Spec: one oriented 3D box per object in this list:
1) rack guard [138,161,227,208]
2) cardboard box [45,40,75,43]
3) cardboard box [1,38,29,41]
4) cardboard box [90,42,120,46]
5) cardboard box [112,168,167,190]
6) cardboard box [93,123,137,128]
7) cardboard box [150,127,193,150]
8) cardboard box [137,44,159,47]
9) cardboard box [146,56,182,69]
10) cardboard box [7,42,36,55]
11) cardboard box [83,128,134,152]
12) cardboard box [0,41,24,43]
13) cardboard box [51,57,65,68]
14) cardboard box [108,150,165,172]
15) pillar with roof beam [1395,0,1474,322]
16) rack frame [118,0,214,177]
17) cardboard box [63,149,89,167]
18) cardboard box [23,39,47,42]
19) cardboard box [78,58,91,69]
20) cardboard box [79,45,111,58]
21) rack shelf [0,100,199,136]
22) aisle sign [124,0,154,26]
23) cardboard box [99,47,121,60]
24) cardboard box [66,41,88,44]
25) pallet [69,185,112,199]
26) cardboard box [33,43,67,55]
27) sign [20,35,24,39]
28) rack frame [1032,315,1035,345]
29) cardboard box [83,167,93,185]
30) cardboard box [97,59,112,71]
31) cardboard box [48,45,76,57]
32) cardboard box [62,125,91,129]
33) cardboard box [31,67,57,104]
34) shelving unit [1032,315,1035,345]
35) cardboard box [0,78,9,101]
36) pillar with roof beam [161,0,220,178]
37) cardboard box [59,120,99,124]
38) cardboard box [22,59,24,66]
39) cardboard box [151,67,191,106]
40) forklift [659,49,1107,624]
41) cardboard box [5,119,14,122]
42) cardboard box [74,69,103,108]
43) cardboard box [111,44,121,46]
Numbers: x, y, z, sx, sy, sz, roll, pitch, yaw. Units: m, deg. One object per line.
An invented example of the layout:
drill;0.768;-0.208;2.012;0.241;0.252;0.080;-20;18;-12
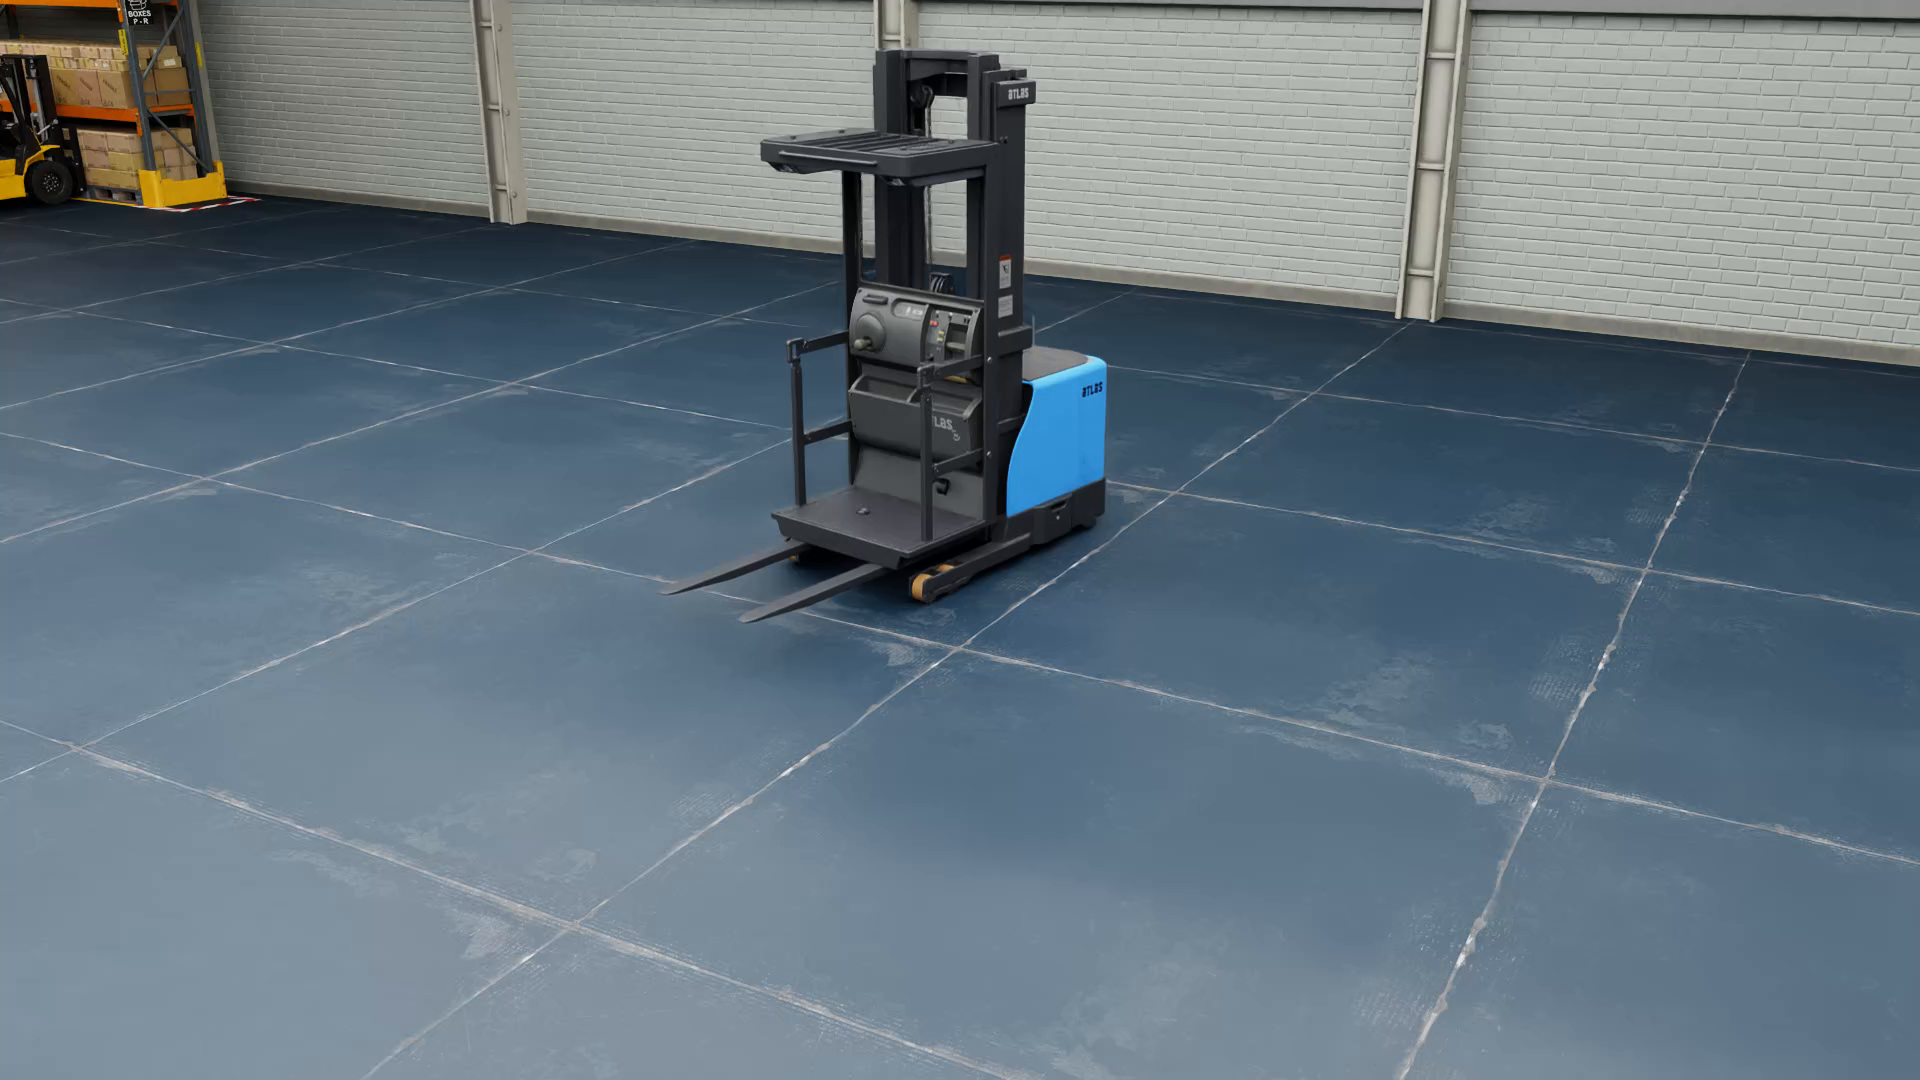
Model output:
rack guard;-10.989;-5.042;23.533;0.348;0.500;1.175;11;23;27
cardboard box;-13.174;-7.249;24.417;0.250;0.149;0.380;10;22;26
cardboard box;-14.076;-7.415;24.875;0.250;0.149;0.380;11;23;27
cardboard box;-12.280;-7.081;23.953;0.250;0.149;0.380;10;22;26
cardboard box;-11.574;-5.110;23.471;0.500;0.250;0.500;11;23;28
cardboard box;-12.206;-5.901;24.184;0.500;0.250;0.500;11;22;27
cardboard box;-11.337;-5.733;23.720;0.500;0.250;0.500;10;22;26
cardboard box;-11.400;-6.896;23.442;0.250;0.149;0.380;12;23;29
cardboard box;-11.179;-6.707;23.358;0.250;0.149;0.380;10;22;26
cardboard box;-13.454;-7.072;23.929;0.250;0.149;0.380;10;22;26
cardboard box;-12.012;-5.663;23.529;0.500;0.250;0.500;11;23;28
cardboard box;-13.869;-7.181;24.228;0.250;0.149;0.380;10;22;26
cardboard box;-12.581;-6.754;23.487;0.250;0.149;0.380;11;23;28
cardboard box;-11.587;-5.349;23.396;0.500;0.250;0.500;10;22;27
pillar with roof beam;2.437;-5.151;11.368;0.400;9.000;9.100;11;23;27
rack frame;-11.010;-6.222;23.118;0.127;3.000;1.000;11;23;27
cardboard box;-12.481;-5.515;23.855;0.500;0.250;0.500;10;22;26
cardboard box;-13.639;-7.321;24.615;0.250;0.149;0.380;11;22;27
cardboard box;-12.094;-6.687;23.304;0.250;0.149;0.380;11;22;27
cardboard box;-12.078;-6.841;23.291;0.250;0.149;0.380;11;23;28
rack shelf;-12.756;-6.216;24.157;4.000;0.370;1.077;11;23;27
aisle sign;-11.096;-7.345;22.403;0.004;0.787;0.394;11;23;27
cardboard box;-11.656;-6.742;23.018;0.250;0.149;0.380;11;23;27
cardboard box;-12.768;-7.141;24.119;0.250;0.149;0.380;12;23;29
pallet;-12.759;-5.229;24.470;1.213;0.211;1.003;11;23;27
cardboard box;-12.979;-7.010;23.758;0.250;0.149;0.380;11;23;28
sign;-14.232;-7.496;25.247;0.005;0.325;0.100;11;23;27
rack frame;0.405;-0.933;11.171;0.240;1.200;0.006;16;26;40
cardboard box;-12.436;-5.282;23.944;0.500;0.250;0.500;11;23;28
cardboard box;-11.687;-6.581;23.012;0.250;0.149;0.380;11;23;28
cardboard box;-12.588;-6.893;23.433;0.250;0.149;0.380;11;23;28
cardboard box;-12.896;-5.831;23.991;0.500;0.250;0.500;10;22;26
cardboard box;-12.908;-6.527;23.812;0.500;0.500;0.500;11;23;28
shelving unit;0.344;-0.910;11.108;0.258;1.200;0.189;16;26;40
cardboard box;-13.779;-6.701;24.292;0.500;0.500;0.500;11;23;28
pillar with roof beam;-13.277;-8.144;19.621;0.400;9.000;9.100;11;23;27
cardboard box;-13.093;-6.069;24.649;0.500;0.250;0.500;11;23;28
cardboard box;-13.248;-6.886;23.851;0.250;0.149;0.380;10;22;26
cardboard box;-11.307;-6.434;23.556;0.500;0.500;0.500;12;23;29
forklift;-0.399;-1.214;9.413;1.130;2.935;3.031;16;25;37
cardboard box;-14.232;-6.088;24.699;0.500;0.250;0.500;10;22;26
cardboard box;-12.016;-6.361;23.356;0.500;0.500;0.500;12;23;29
cardboard box;-11.857;-6.972;23.651;0.250;0.149;0.380;11;23;28
